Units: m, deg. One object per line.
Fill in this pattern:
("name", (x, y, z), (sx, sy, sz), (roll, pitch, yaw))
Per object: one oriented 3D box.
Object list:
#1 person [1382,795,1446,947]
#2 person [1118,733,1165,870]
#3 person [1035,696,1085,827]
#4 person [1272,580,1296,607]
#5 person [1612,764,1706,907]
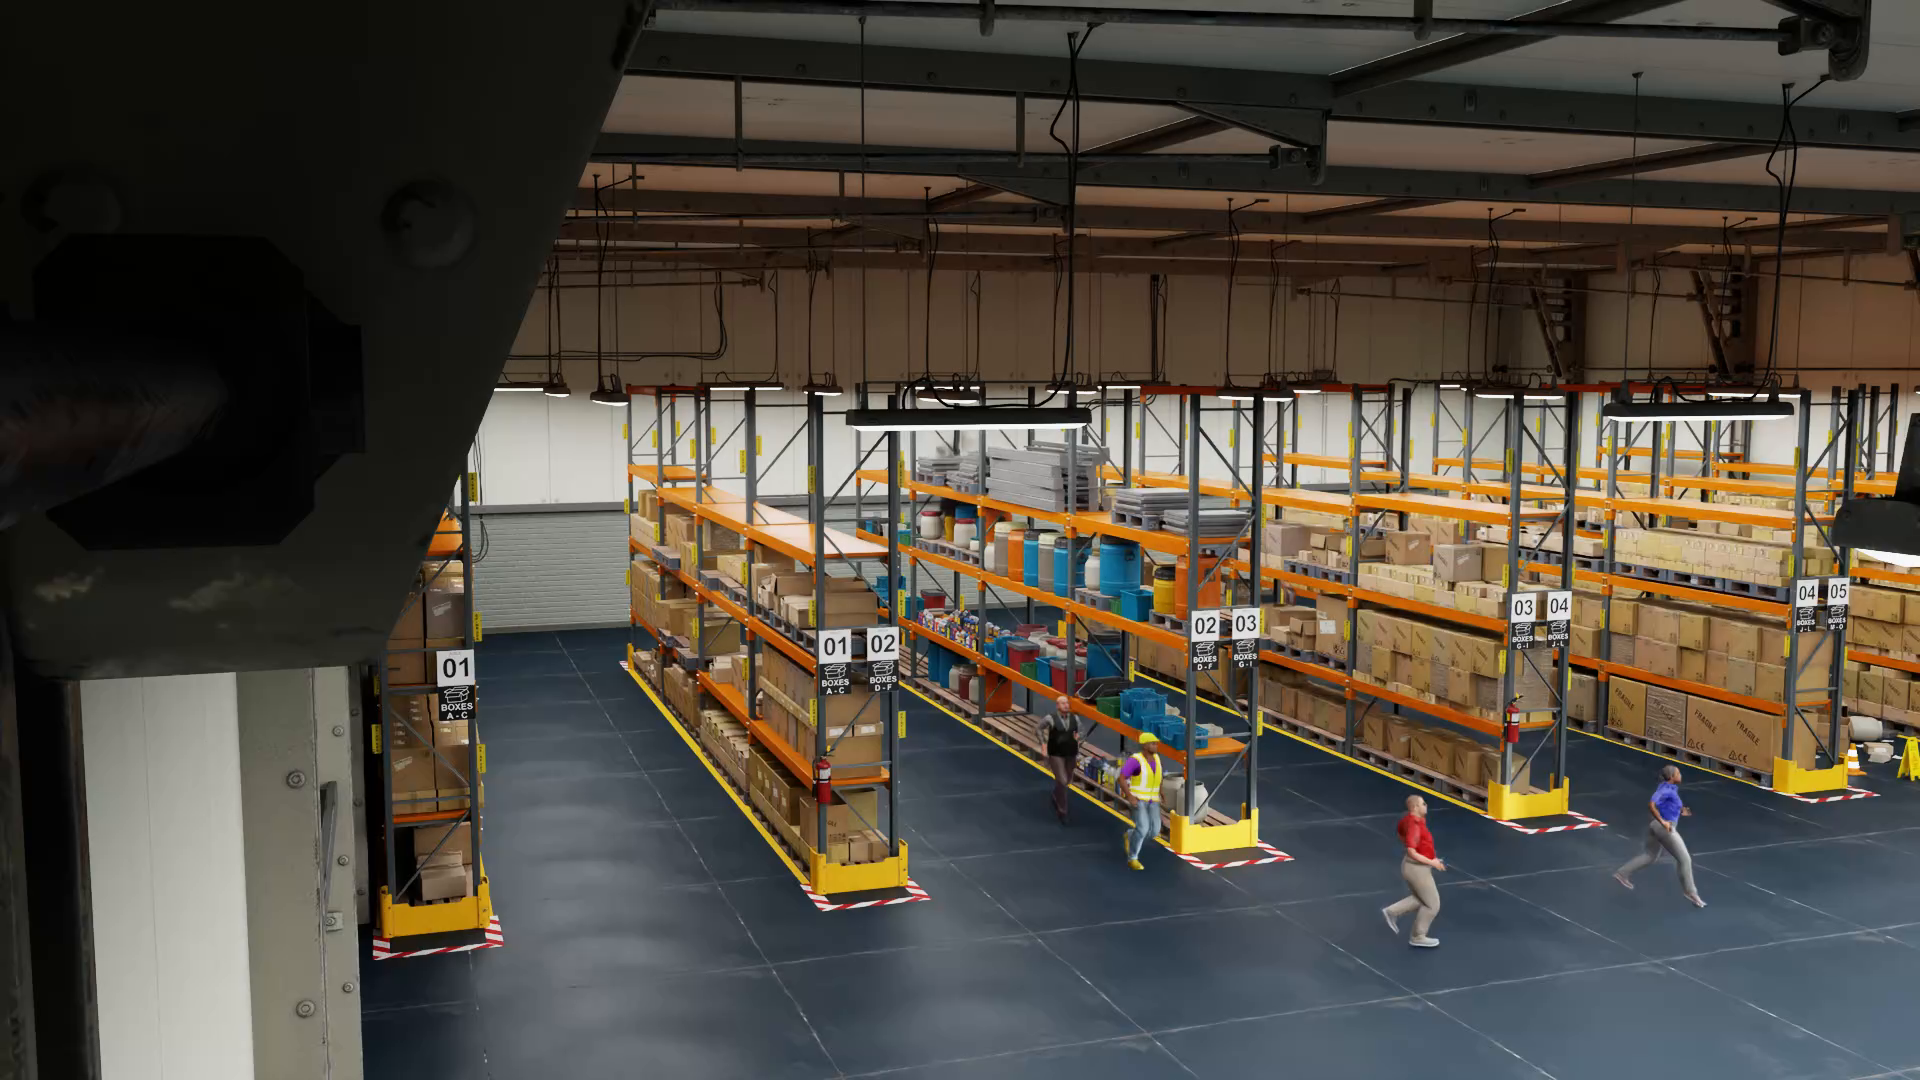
("person", (4.974, 3.615, 18.227), (0.629, 1.672, 0.661), (1, 6, 7))
("person", (2.329, 3.300, 21.228), (0.753, 1.704, 0.555), (-4, 7, -36))
("person", (1.432, 3.060, 23.318), (0.633, 1.771, 0.825), (-3, 6, -25))
("person", (7.073, 1.695, 36.125), (0.710, 1.792, 1.054), (-2, 6, -21))
("person", (8.317, 3.487, 19.746), (1.047, 1.688, 0.543), (1, 6, 5))
